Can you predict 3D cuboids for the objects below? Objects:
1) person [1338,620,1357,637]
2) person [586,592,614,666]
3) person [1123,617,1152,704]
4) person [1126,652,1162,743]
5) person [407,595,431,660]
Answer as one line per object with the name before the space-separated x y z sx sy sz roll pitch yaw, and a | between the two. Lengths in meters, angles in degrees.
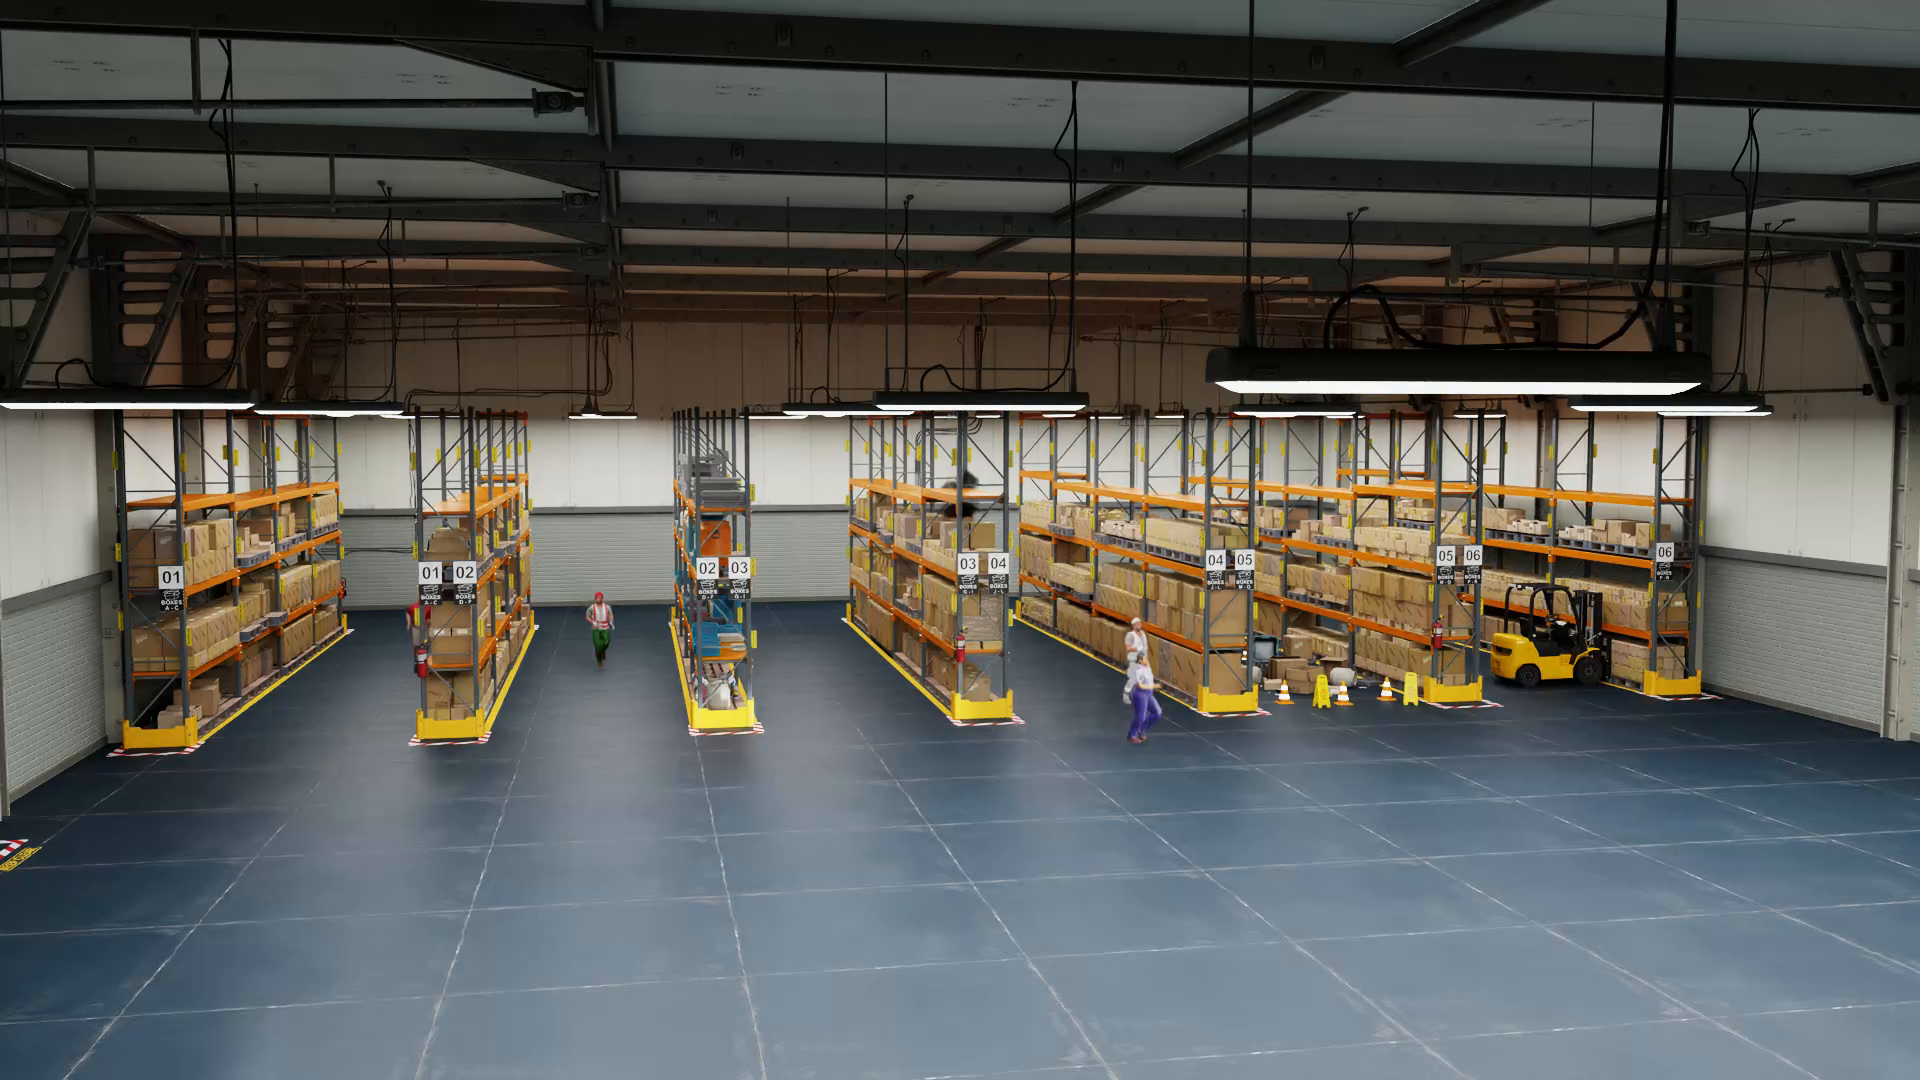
person | 9.976 1.823 42.630 0.681 1.788 0.734 -1 4 -14
person | -8.419 2.088 38.920 0.655 1.742 0.593 -2 4 -22
person | 3.533 2.459 33.123 0.664 1.850 0.770 -3 5 -32
person | 3.283 2.803 29.550 0.639 1.621 0.584 2 5 27
person | -12.578 2.118 38.808 0.633 1.729 0.789 -1 4 -17
